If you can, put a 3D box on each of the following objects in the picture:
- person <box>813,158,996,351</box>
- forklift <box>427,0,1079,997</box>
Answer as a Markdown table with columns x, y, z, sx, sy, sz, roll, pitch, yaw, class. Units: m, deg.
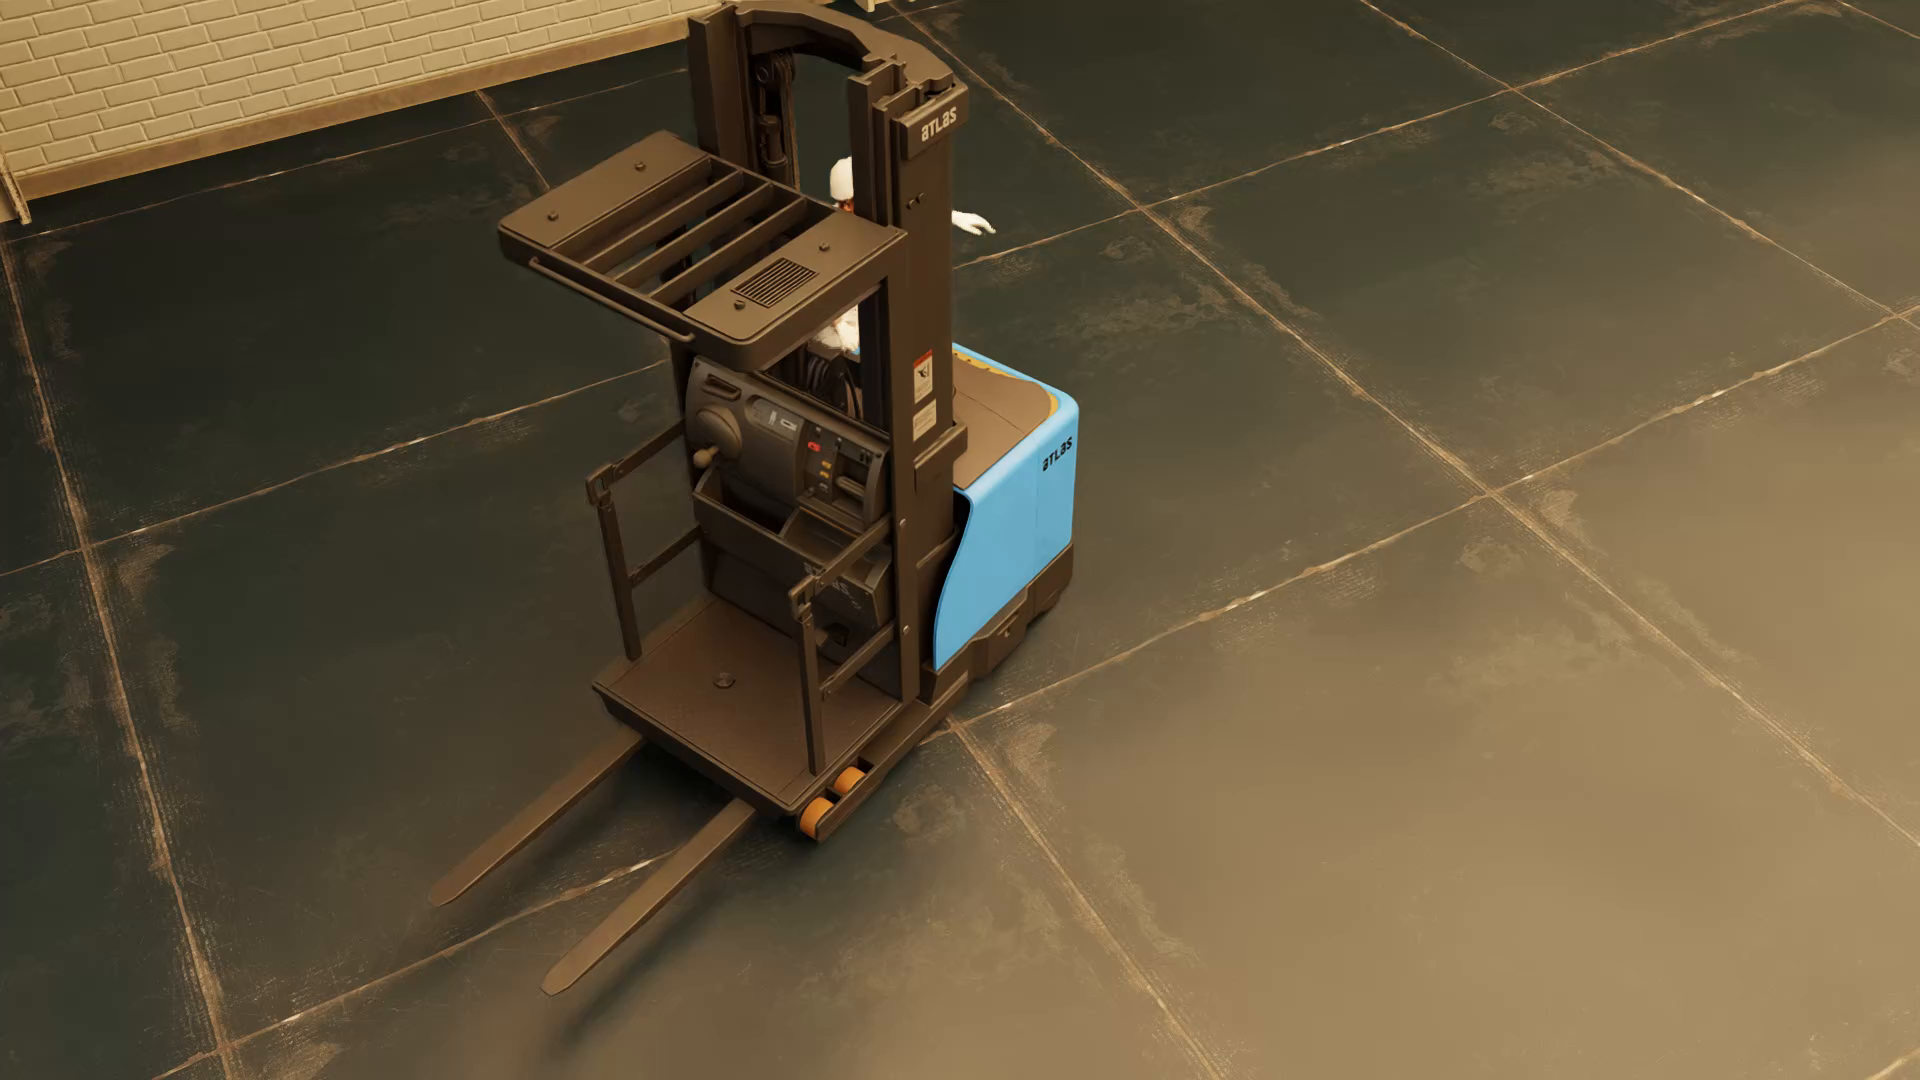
| x | y | z | sx | sy | sz | roll | pitch | yaw | class |
| --- | --- | --- | --- | --- | --- | --- | --- | --- | --- |
| -0.275 | -1.006 | 7.744 | 0.870 | 1.559 | 1.156 | 12 | 44 | 12 | person |
| -0.779 | -0.274 | 5.993 | 1.130 | 2.935 | 3.031 | 27 | 49 | 26 | forklift |
